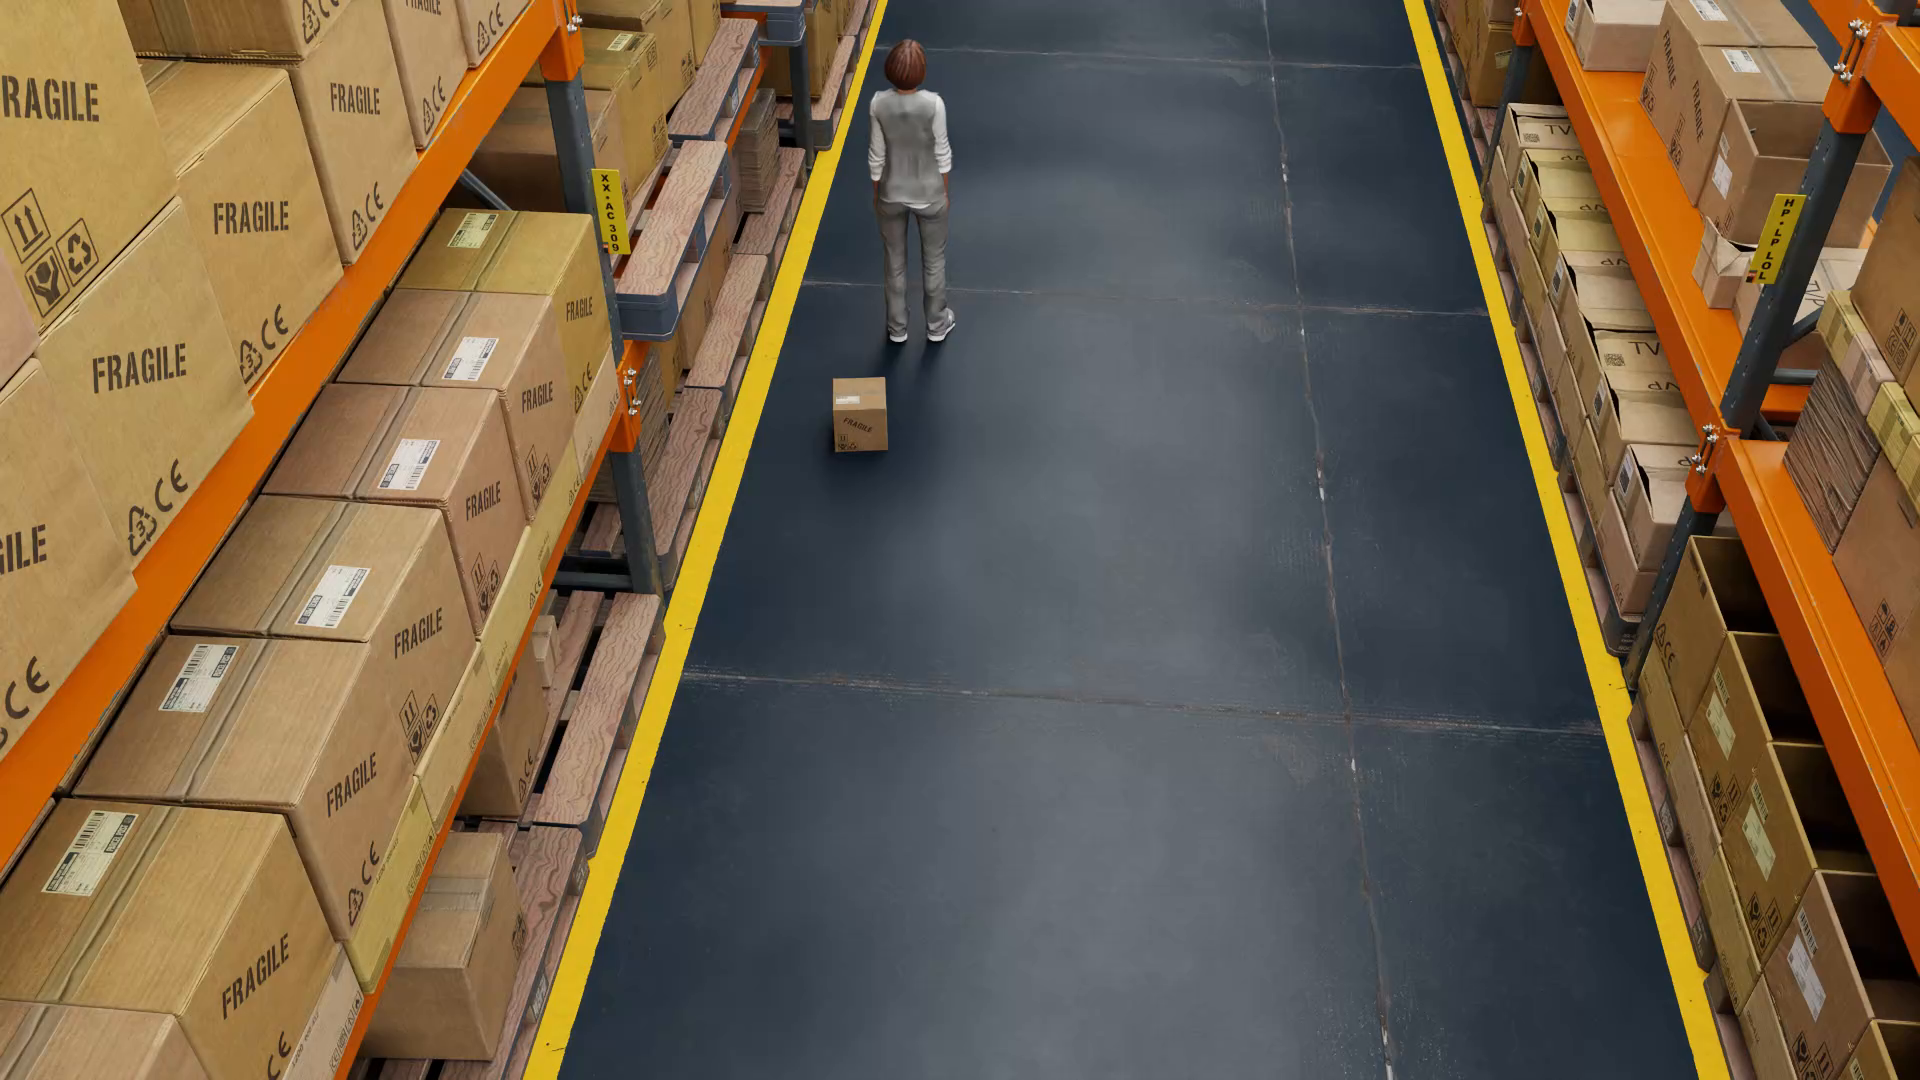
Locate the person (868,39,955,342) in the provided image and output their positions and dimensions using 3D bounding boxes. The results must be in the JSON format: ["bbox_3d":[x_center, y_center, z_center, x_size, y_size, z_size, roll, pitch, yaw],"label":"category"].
[{"bbox_3d":[-0.235,-1.684,8.123,0.409,1.602,0.330,2,41,3],"label":"person"}]
